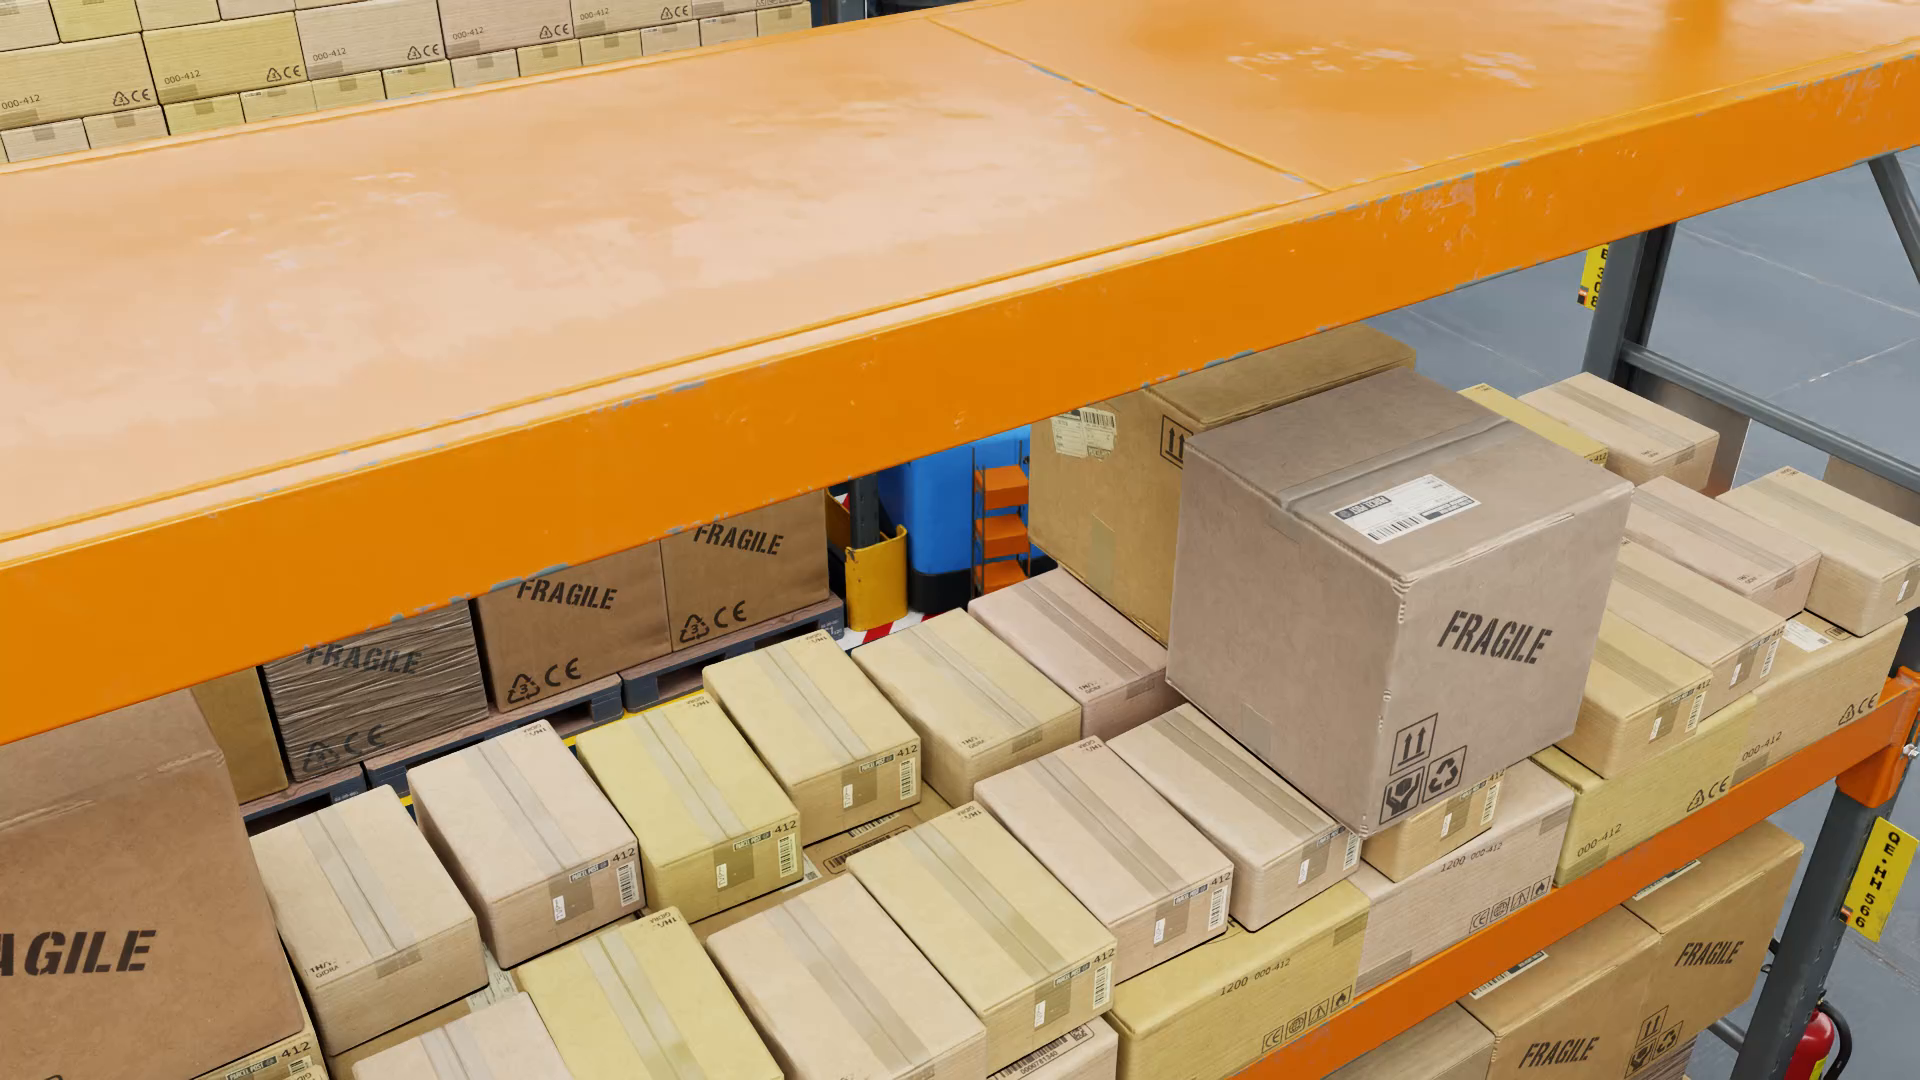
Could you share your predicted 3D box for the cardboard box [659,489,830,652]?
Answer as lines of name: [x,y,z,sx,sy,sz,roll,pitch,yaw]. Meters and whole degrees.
cardboard box: [-1.263,-0.137,8.375,0.875,0.875,0.875,-19,37,-27]

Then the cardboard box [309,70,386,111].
cardboard box: [-2.323,-1.702,6.195,0.250,0.149,0.380,-18,37,-27]

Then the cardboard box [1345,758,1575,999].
cardboard box: [0.752,0.508,3.084,0.500,0.250,0.500,-18,36,-26]

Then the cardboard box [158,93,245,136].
cardboard box: [-2.747,-1.557,5.966,0.250,0.149,0.380,-20,37,-28]

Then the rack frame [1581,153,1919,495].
rack frame: [1.873,-1.367,3.105,0.127,3.000,1.000,-19,37,-27]

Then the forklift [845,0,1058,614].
forklift: [-0.148,-1.635,9.216,1.130,2.935,3.031,-9,33,-14]

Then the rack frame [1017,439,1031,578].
rack frame: [0.324,-0.001,8.387,0.008,1.050,0.200,-9,34,-14]

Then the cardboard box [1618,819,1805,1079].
cardboard box: [1.545,0.849,3.905,0.500,0.500,0.500,-19,37,-27]

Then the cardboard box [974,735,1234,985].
cardboard box: [0.225,0.513,2.702,0.250,0.149,0.380,-18,36,-26]

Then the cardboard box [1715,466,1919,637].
cardboard box: [1.809,0.016,3.490,0.250,0.149,0.380,-19,37,-27]

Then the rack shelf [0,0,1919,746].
rack shelf: [0.192,-0.484,2.381,4.000,0.370,1.077,-19,37,-27]

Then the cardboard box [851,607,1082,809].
cardboard box: [0.007,0.307,3.029,0.250,0.149,0.380,-20,38,-29]

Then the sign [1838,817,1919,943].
sign: [2.157,0.801,3.909,0.005,0.325,0.100,-19,37,-27]

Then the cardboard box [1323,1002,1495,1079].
cardboard box: [0.706,1.139,3.444,0.500,0.500,0.500,-19,37,-27]

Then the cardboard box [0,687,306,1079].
cardboard box: [-1.249,0.434,2.220,0.500,0.500,0.500,-20,37,-29]

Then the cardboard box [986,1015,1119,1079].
cardboard box: [-0.107,0.812,2.603,0.500,0.250,0.500,-21,38,-29]

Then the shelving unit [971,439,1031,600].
shelving unit: [0.207,0.017,8.358,0.252,1.050,0.215,-9,34,-14]

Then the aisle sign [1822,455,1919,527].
aisle sign: [2.088,0.187,3.827,0.004,0.787,0.394,-19,37,-27]

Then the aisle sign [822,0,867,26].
aisle sign: [-0.507,-2.069,7.403,0.004,0.787,0.394,-19,37,-27]

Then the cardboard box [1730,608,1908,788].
cardboard box: [1.605,0.218,3.544,0.500,0.250,0.500,-18,36,-26]

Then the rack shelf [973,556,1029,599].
rack shelf: [0.206,0.260,8.514,0.240,0.259,0.215,-9,34,-14]

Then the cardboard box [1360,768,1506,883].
cardboard box: [0.711,0.389,2.899,0.250,0.149,0.380,-21,38,-30]

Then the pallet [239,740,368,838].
pallet: [-3.410,1.067,7.482,1.213,0.211,1.003,-19,37,-27]

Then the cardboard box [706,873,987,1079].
cardboard box: [-0.168,0.692,2.418,0.250,0.149,0.380,-20,37,-28]

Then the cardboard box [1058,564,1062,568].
cardboard box: [0.405,0.133,3.305,0.250,0.149,0.380,-21,38,-29]

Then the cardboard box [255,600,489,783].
cardboard box: [-2.769,0.381,7.554,0.875,0.875,0.875,-19,37,-27]

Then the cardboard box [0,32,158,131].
cardboard box: [-3.105,-1.641,5.724,0.500,0.250,0.500,-19,37,-28]

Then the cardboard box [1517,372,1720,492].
cardboard box: [1.516,-0.228,3.877,0.250,0.149,0.380,-19,37,-28]

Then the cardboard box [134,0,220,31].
cardboard box: [-2.745,-1.895,5.754,0.250,0.149,0.380,-19,37,-27]

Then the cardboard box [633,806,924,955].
cardboard box: [-0.377,0.576,2.976,0.500,0.250,0.500,-19,37,-28]

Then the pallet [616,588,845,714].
pallet: [-1.359,0.362,8.600,1.213,0.211,1.003,-19,37,-27]

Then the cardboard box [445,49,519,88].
cardboard box: [-1.893,-1.851,6.431,0.250,0.149,0.380,-19,37,-27]

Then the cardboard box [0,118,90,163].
cardboard box: [-3.174,-1.410,5.731,0.250,0.149,0.380,-19,37,-27]

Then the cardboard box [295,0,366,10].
cardboard box: [-2.323,-2.039,5.982,0.250,0.149,0.380,-19,37,-27]

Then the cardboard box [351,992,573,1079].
cardboard box: [-0.622,0.820,2.216,0.250,0.149,0.380,-19,37,-27]

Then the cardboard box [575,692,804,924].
cardboard box: [-0.459,0.448,2.805,0.250,0.149,0.380,-18,36,-26]

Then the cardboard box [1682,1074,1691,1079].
cardboard box: [1.745,1.451,4.495,0.250,0.149,0.380,-19,37,-27]

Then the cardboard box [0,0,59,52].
cardboard box: [-3.175,-1.747,5.519,0.250,0.149,0.380,-19,37,-28]

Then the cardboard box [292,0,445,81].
cardboard box: [-2.257,-1.933,6.188,0.500,0.250,0.500,-19,37,-27]

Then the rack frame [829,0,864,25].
rack frame: [-0.729,-3.621,6.677,0.127,3.000,1.000,-19,37,-27]

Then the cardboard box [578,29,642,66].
cardboard box: [-1.466,-1.998,6.664,0.250,0.149,0.380,-19,37,-27]

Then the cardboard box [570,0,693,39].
cardboard box: [-1.410,-2.223,6.648,0.500,0.250,0.500,-19,37,-27]

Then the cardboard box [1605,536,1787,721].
cardboard box: [1.356,0.167,3.251,0.250,0.149,0.380,-21,38,-29]

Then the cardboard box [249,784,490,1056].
cardboard box: [-0.934,0.581,2.594,0.250,0.149,0.380,-21,38,-30]

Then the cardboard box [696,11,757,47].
cardboard box: [-1.037,-2.145,6.898,0.250,0.149,0.380,-19,37,-27]
